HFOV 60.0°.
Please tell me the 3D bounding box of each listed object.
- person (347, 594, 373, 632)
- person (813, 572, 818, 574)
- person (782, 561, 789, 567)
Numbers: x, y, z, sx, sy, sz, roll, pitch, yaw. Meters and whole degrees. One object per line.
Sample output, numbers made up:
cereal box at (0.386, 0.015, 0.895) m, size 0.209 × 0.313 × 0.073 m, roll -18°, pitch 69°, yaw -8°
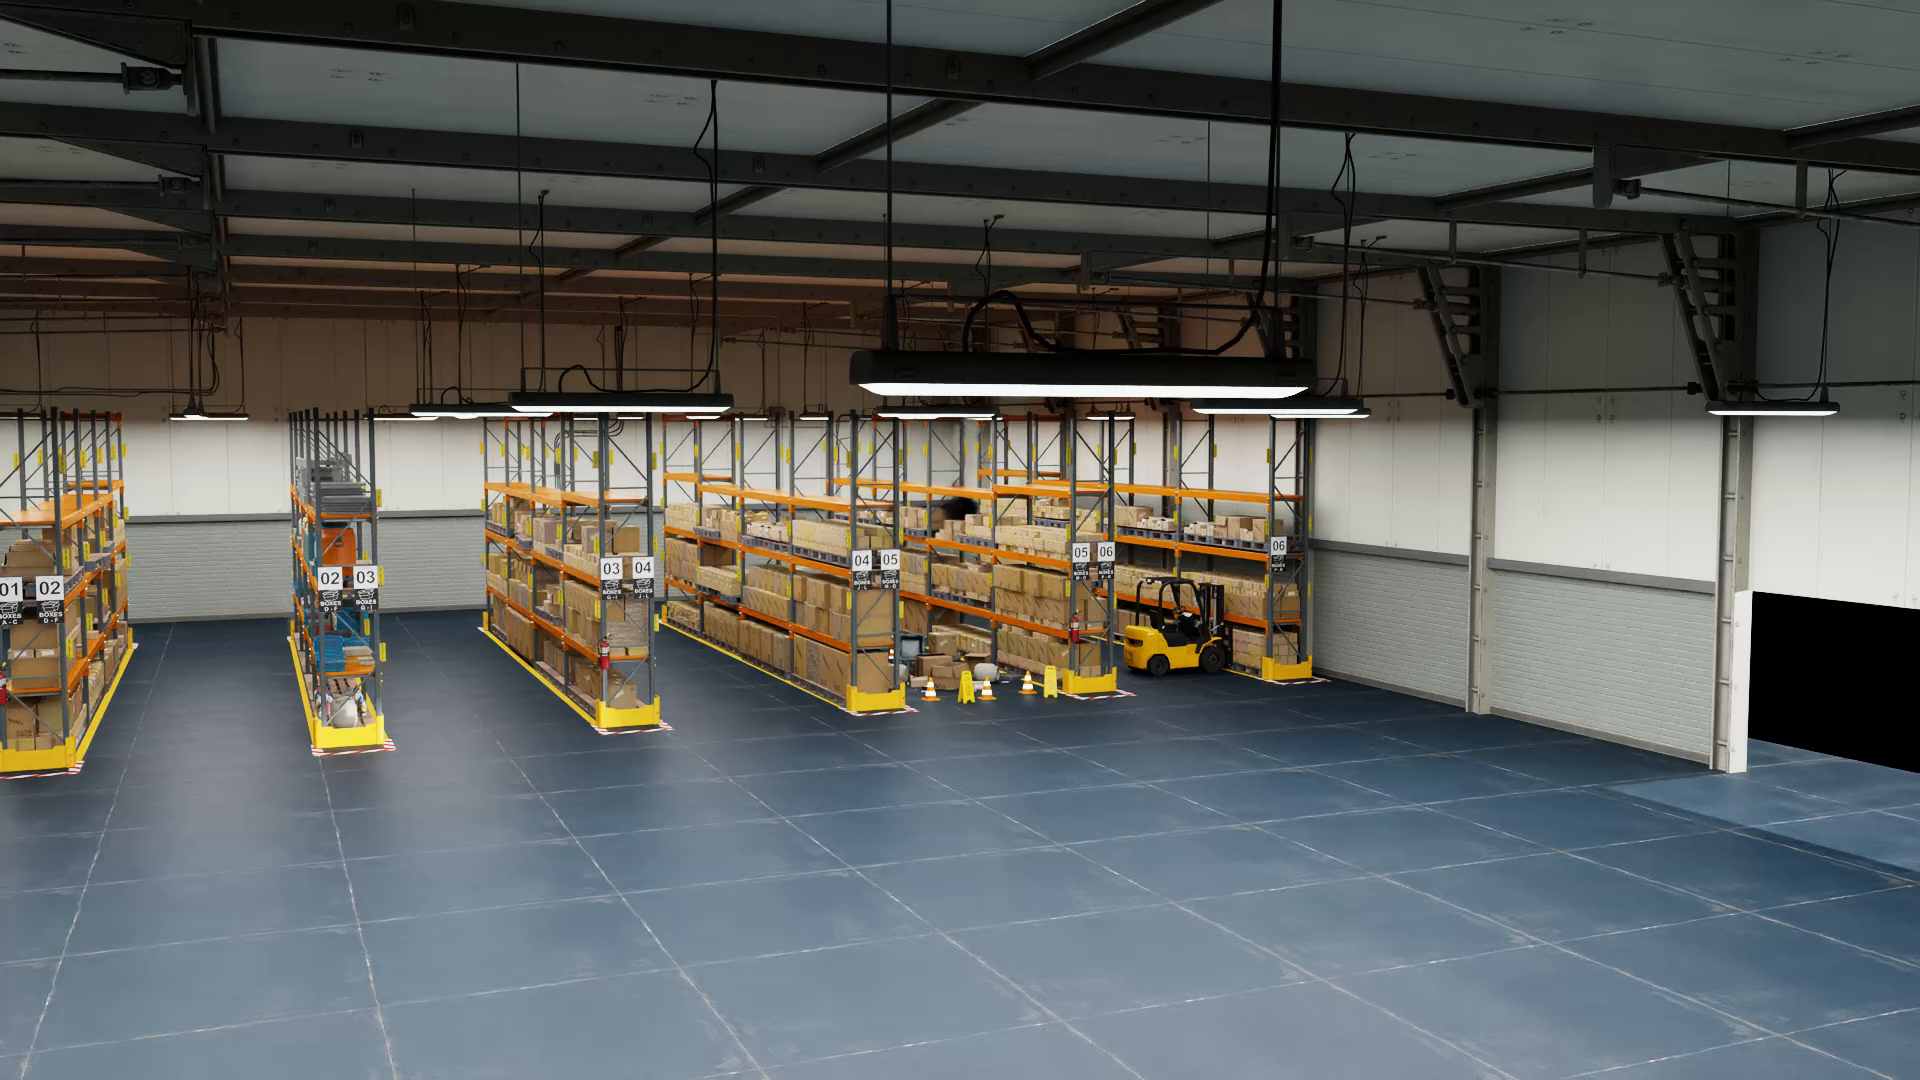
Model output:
person at (-16.591, 1.663, 45.408) m, size 0.944 × 1.779 × 0.705 m, roll 0°, pitch 4°, yaw -1°
person at (-3.877, 1.748, 44.937) m, size 0.554 × 1.741 × 0.795 m, roll -2°, pitch 5°, yaw -32°
person at (-5.233, 1.379, 50.504) m, size 0.576 × 1.615 × 0.605 m, roll -2°, pitch 4°, yaw -25°
